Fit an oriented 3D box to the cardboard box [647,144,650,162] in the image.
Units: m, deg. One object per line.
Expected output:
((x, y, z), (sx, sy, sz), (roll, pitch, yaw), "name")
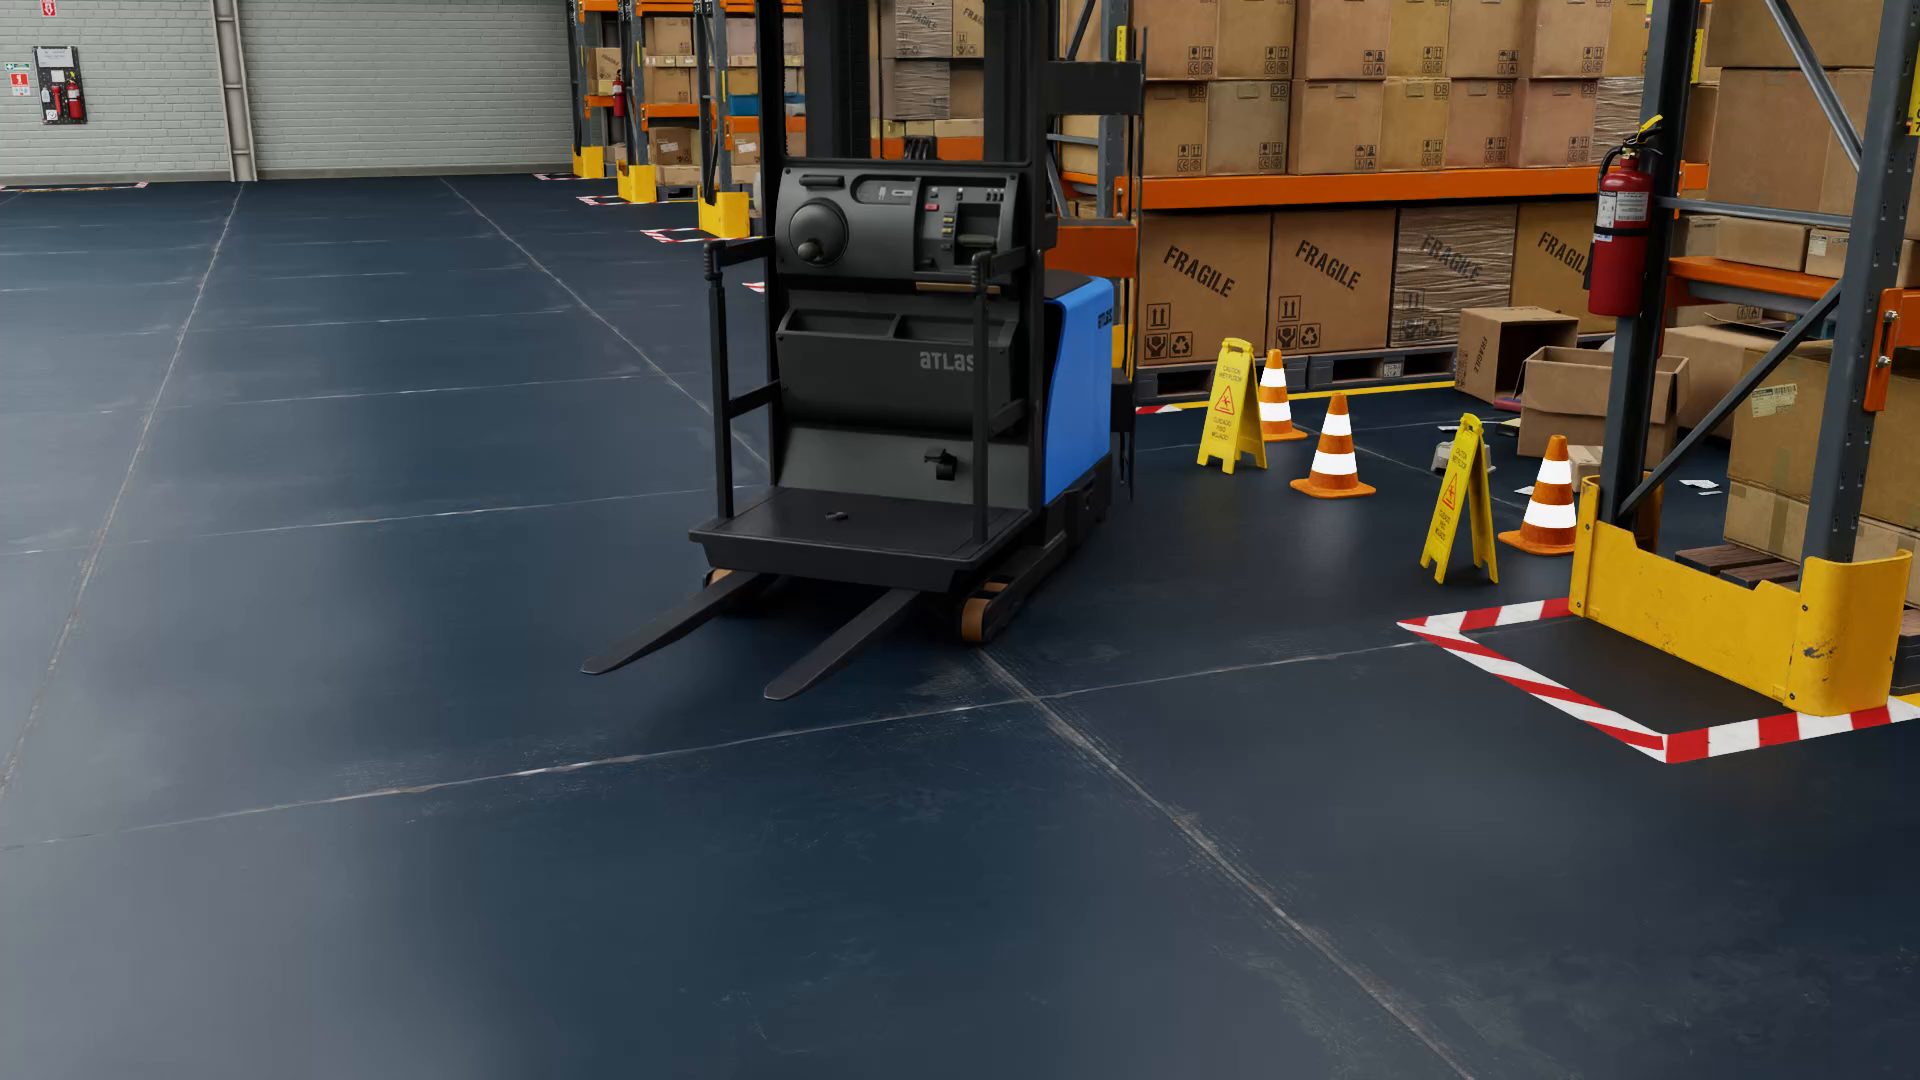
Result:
((-5.101, -6.584, 28.188), (0.500, 0.311, 0.500), (-5, 17, -15), "cardboard box")

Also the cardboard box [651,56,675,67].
((-4.092, -6.599, 22.918), (0.250, 0.149, 0.380), (-6, 18, -20), "cardboard box")

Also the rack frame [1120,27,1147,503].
((0.787, -1.234, 7.575), (0.015, 2.100, 0.400), (0, 16, -1), "rack frame")

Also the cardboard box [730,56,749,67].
((-3.129, -6.704, 23.274), (0.250, 0.149, 0.380), (-7, 18, -22), "cardboard box")

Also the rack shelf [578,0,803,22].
((-4.444, -8.856, 27.884), (4.000, 0.370, 1.077), (-6, 17, -20), "rack shelf")

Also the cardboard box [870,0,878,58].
((-0.570, -4.441, 14.418), (0.500, 0.500, 0.500), (-6, 17, -20), "cardboard box")

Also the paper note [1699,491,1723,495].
((3.538, -0.222, 7.836), (0.123, 0.001, 0.032), (-6, 17, -20), "paper note")

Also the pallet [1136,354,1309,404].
((1.404, -1.098, 10.463), (1.213, 0.211, 1.003), (-6, 17, -20), "pallet")

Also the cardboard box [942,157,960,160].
((-0.326, -5.788, 24.623), (0.500, 0.311, 0.500), (-6, 17, -20), "cardboard box")

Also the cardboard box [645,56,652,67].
((-4.247, -6.705, 23.278), (0.250, 0.149, 0.380), (-6, 18, -21), "cardboard box")

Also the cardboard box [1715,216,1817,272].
((2.824, -1.016, 5.681), (0.250, 0.149, 0.380), (-6, 17, -18), "cardboard box")

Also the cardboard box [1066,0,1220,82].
((1.046, -2.952, 9.645), (0.550, 0.550, 0.875), (-6, 17, -20), "cardboard box")

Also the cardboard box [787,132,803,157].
((-2.554, -5.645, 23.801), (0.500, 0.500, 0.500), (-6, 17, -20), "cardboard box")

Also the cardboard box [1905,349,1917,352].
((3.692, -0.488, 6.239), (0.500, 0.500, 0.500), (-5, 17, -18), "cardboard box")

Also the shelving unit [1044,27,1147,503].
((0.543, -1.233, 7.570), (0.503, 2.100, 0.431), (0, 16, -1), "shelving unit")

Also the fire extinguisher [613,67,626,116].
((-4.813, -6.330, 23.468), (0.183, 0.674, 0.296), (-6, 17, -20), "fire extinguisher")

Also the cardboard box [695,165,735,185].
((-3.490, -5.186, 23.569), (0.500, 0.250, 0.500), (-6, 17, -20), "cardboard box")

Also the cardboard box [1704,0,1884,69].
((2.950, -1.822, 5.500), (0.500, 0.500, 0.700), (-7, 18, -21), "cardboard box")

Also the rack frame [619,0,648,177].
((-4.536, -6.257, 23.081), (0.127, 3.000, 1.000), (-6, 17, -20), "rack frame")

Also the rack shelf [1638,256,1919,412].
((4.419, -0.899, 6.114), (4.000, 0.370, 1.077), (-6, 17, -20), "rack shelf")

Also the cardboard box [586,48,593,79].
((-5.948, -7.961, 27.783), (0.500, 0.500, 0.500), (-6, 18, -21), "cardboard box")

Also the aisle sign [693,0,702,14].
((-2.941, -6.272, 18.517), (0.004, 0.787, 0.394), (-6, 17, -20), "aisle sign")

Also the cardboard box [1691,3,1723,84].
((4.882, -3.318, 11.120), (0.500, 0.500, 0.700), (-6, 18, -21), "cardboard box")

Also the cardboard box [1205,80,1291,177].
((1.522, -2.517, 10.081), (0.550, 0.550, 0.875), (-6, 17, -20), "cardboard box")

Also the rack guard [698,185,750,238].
((-2.713, -3.774, 19.063), (0.348, 0.500, 1.175), (-6, 17, -20), "rack guard")

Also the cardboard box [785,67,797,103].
((-2.651, -6.505, 23.750), (0.500, 0.500, 0.700), (-6, 17, -18), "cardboard box")

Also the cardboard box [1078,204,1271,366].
((1.295, -1.603, 10.258), (0.875, 0.875, 0.875), (-6, 17, -20), "cardboard box")

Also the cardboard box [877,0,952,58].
((-0.384, -4.304, 13.952), (0.500, 0.500, 0.500), (-6, 17, -20), "cardboard box")

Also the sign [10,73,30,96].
((-14.445, -7.003, 25.557), (0.234, 0.329, 0.001), (-6, 17, -20), "sign")

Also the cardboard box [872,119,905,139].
((-0.643, -3.496, 14.124), (0.250, 0.149, 0.380), (-6, 17, -20), "cardboard box")

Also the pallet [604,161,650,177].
((-5.470, -6.302, 28.185), (1.213, 0.211, 1.003), (-6, 17, -20), "pallet")

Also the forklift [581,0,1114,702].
((-0.306, -1.169, 5.876), (1.130, 2.935, 3.031), (6, 17, 19), "forklift")

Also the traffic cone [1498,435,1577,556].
((2.491, -0.208, 6.986), (0.334, 0.463, 0.336), (-6, 17, -20), "traffic cone")

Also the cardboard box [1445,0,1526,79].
((3.039, -3.196, 10.475), (0.550, 0.550, 0.875), (-6, 17, -20), "cardboard box")

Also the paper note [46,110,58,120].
((-14.082, -6.592, 25.785), (0.142, 0.148, 0.016), (-6, 17, -20), "paper note")

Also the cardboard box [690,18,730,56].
((-3.557, -7.031, 23.237), (0.500, 0.500, 0.700), (-7, 18, -22), "cardboard box")

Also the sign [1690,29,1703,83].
((4.621, -3.046, 10.469), (0.005, 0.325, 0.100), (-6, 17, -20), "sign")

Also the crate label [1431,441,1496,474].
((2.488, -0.405, 8.236), (0.250, 0.136, 0.298), (13, 21, 37), "crate label")

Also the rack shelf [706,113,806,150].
((-0.899, -4.810, 19.430), (4.000, 0.370, 1.077), (-6, 17, -20), "rack shelf")

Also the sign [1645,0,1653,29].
((2.371, -1.898, 5.622), (0.005, 0.325, 0.100), (-6, 17, -20), "sign")

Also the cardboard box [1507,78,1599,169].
((3.575, -2.708, 10.732), (0.550, 0.550, 0.875), (-6, 17, -20), "cardboard box")

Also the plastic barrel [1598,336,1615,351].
((3.910, -0.984, 9.698), (0.421, 0.421, 0.512), (6, 17, 18), "plastic barrel")

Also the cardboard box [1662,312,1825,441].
((4.156, -0.850, 8.858), (0.503, 0.637, 0.797), (-6, 17, -20), "cardboard box")
